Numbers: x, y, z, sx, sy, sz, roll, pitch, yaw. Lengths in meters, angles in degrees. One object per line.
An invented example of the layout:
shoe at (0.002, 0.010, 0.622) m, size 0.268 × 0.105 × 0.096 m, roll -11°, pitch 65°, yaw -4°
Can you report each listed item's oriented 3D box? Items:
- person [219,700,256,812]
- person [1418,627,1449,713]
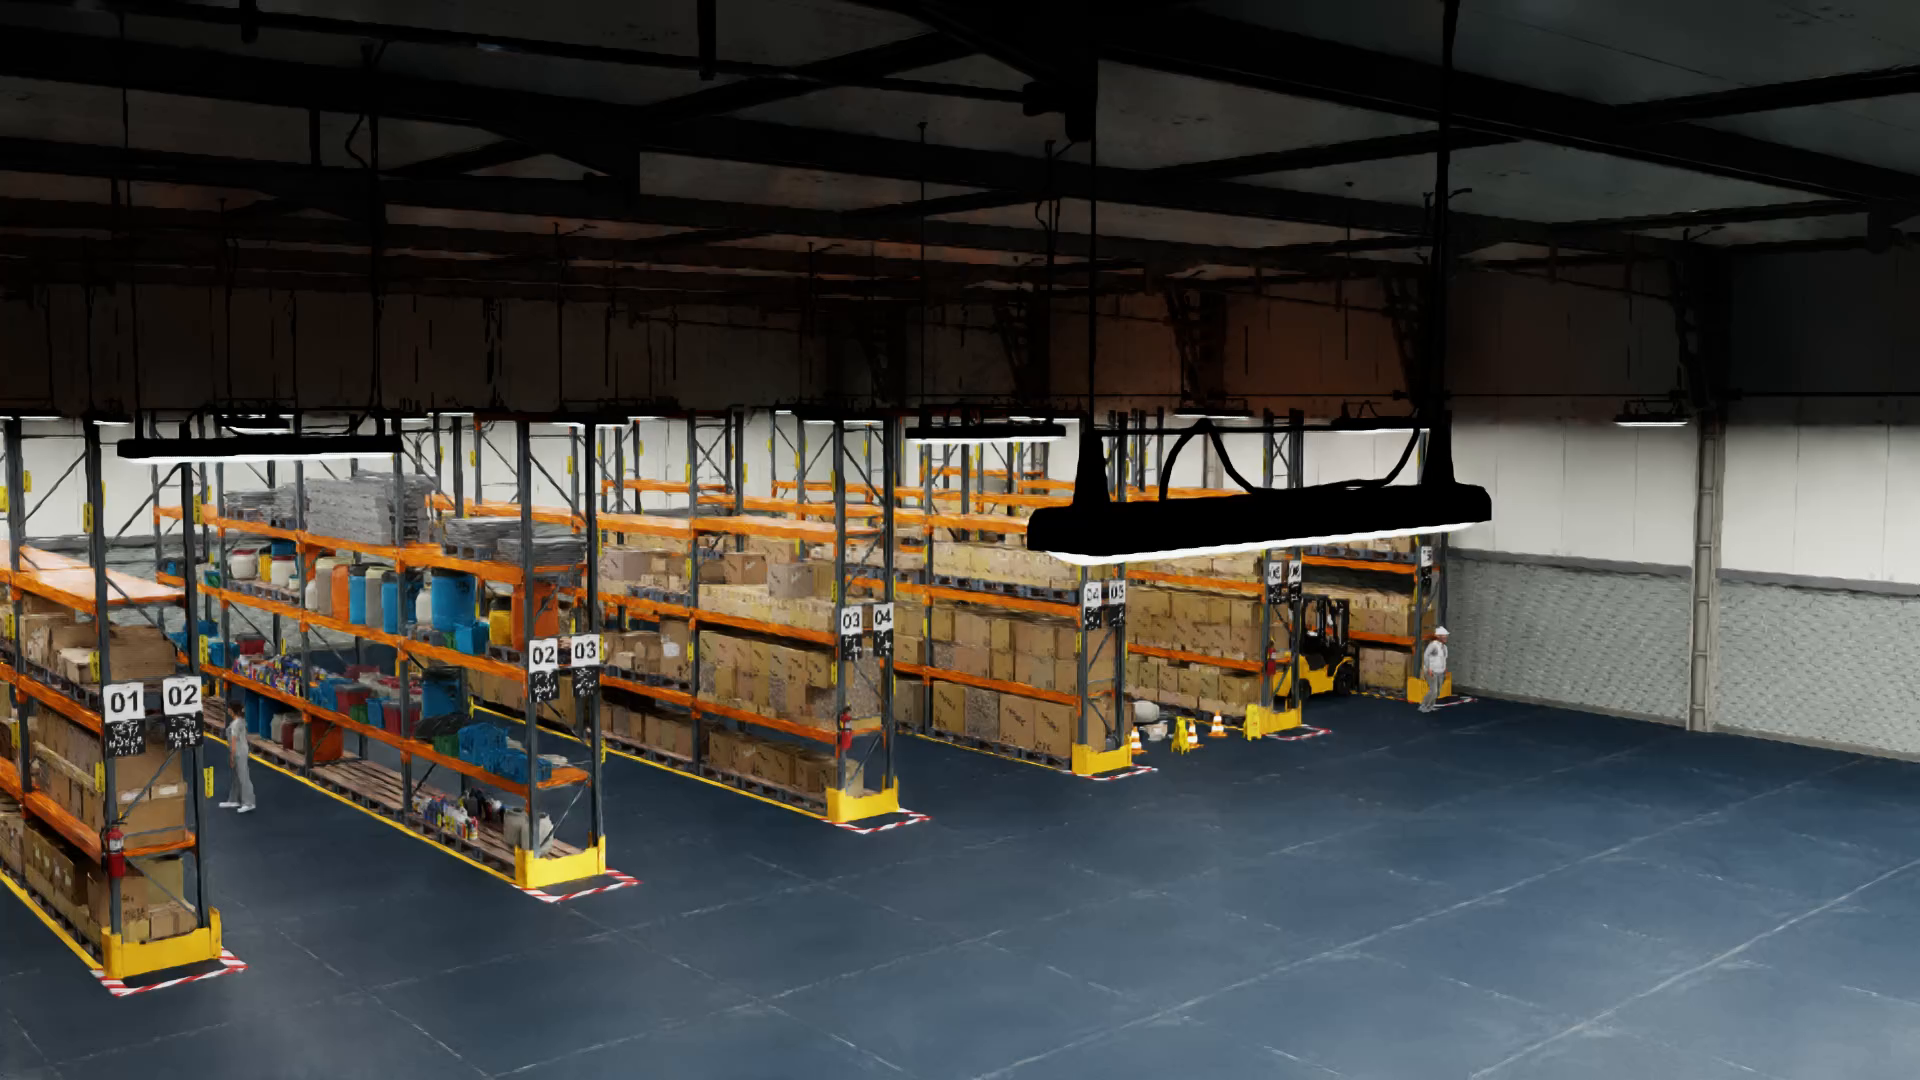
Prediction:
person at (-11.006, 3.263, 25.261) m, size 0.569 × 1.668 × 0.561 m, roll -1°, pitch 5°, yaw -14°
person at (9.440, 2.578, 33.040) m, size 0.677 × 1.725 × 0.574 m, roll -5°, pitch 7°, yaw -43°
